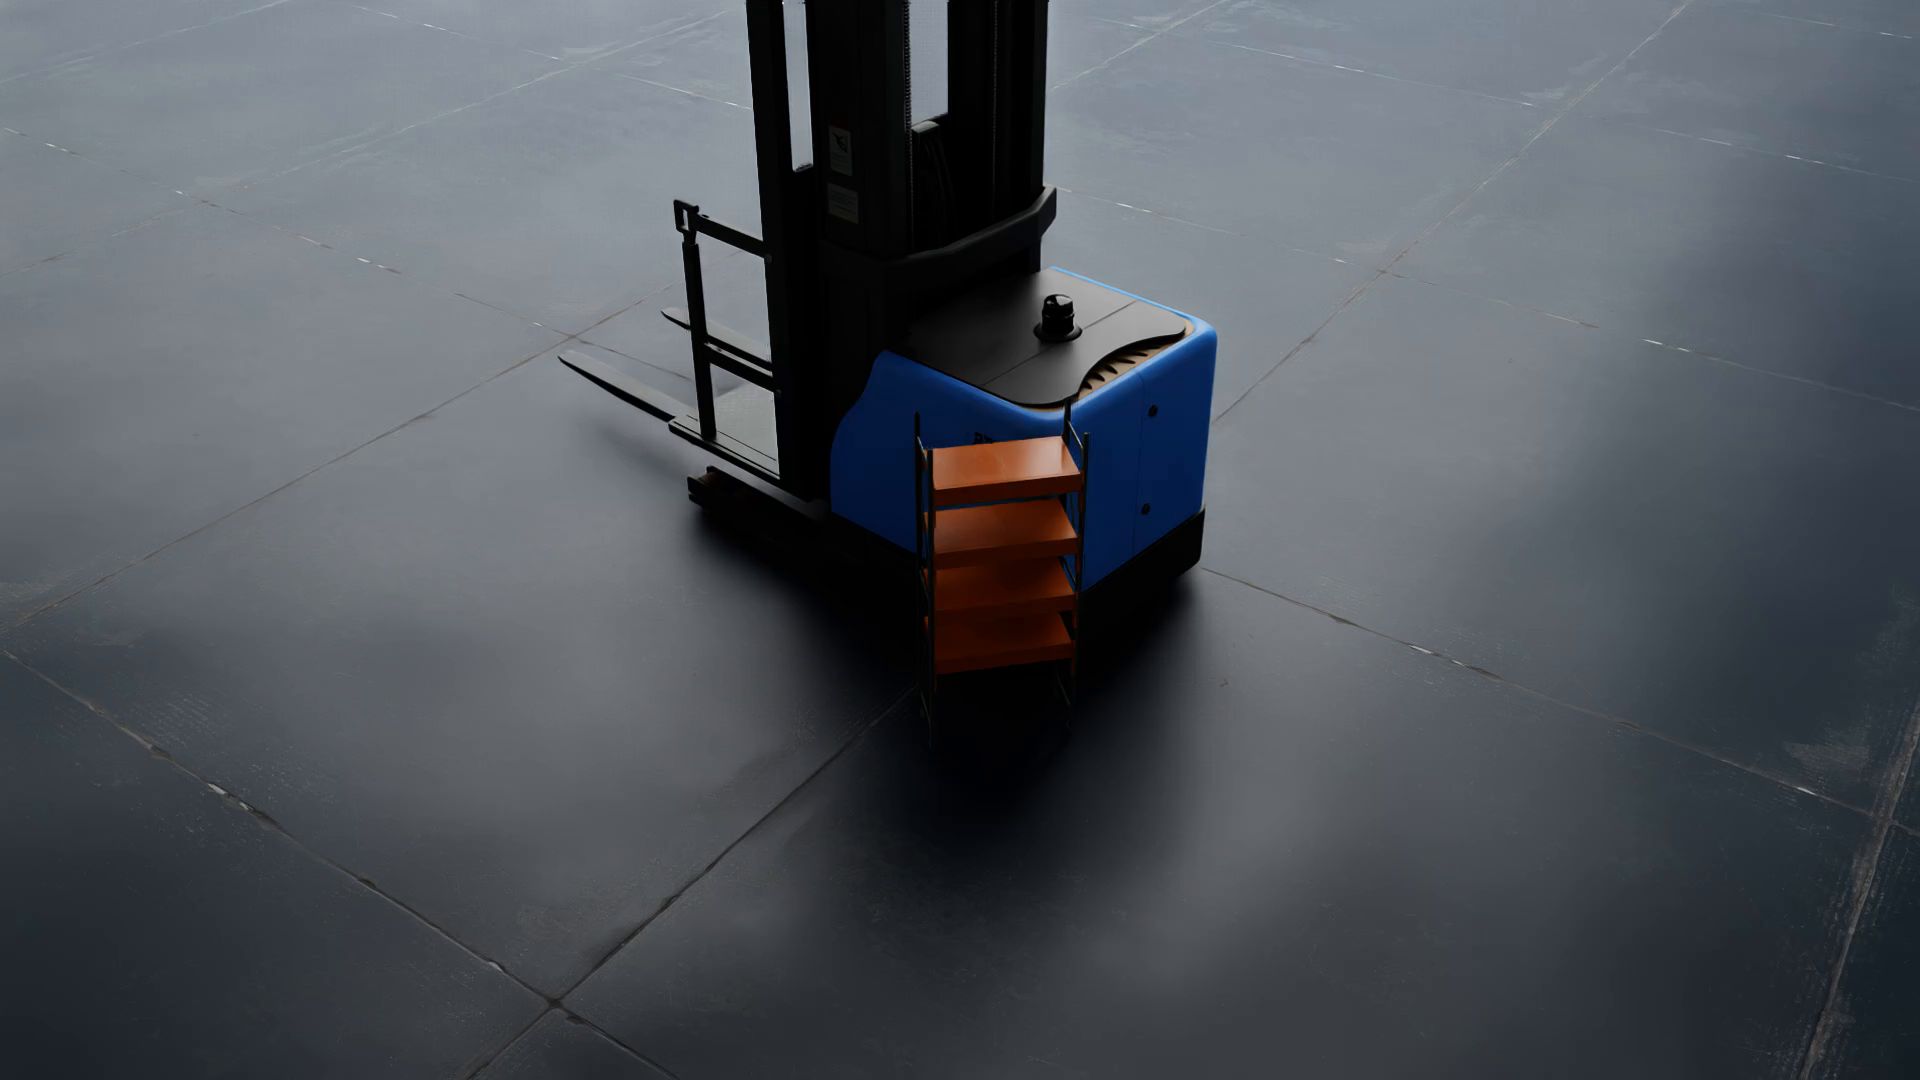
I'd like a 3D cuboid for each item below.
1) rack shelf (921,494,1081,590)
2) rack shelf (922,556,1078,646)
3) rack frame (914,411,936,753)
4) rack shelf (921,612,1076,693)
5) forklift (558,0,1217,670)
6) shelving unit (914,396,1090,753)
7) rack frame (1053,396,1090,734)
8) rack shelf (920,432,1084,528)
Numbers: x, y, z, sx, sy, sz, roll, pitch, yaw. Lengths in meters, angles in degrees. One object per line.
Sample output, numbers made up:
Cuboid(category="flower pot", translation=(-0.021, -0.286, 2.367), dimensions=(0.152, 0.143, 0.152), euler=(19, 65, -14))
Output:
Cuboid(category="rack shelf", translation=(0.126, 0.004, 5.392), dimensions=(0.480, 0.148, 0.258), euler=(-7, 35, -10))
Cuboid(category="rack shelf", translation=(0.125, 0.190, 5.517), dimensions=(0.480, 0.148, 0.258), euler=(-7, 35, -10))
Cuboid(category="rack frame", translation=(-0.113, 0.161, 5.438), dimensions=(0.015, 1.200, 0.240), euler=(-7, 35, -10))
Cuboid(category="rack shelf", translation=(0.125, 0.355, 5.628), dimensions=(0.480, 0.148, 0.258), euler=(-7, 35, -10))
Cuboid(category="forklift", translation=(-0.490, -1.450, 6.277), dimensions=(3.031, 2.935, 1.130), euler=(27, 42, 33))
Cuboid(category="shelving unit", translation=(0.125, 0.134, 5.479), dimensions=(0.503, 1.200, 0.258), euler=(-7, 35, -10))
Cuboid(category="rack frame", translation=(0.364, 0.107, 5.521), dimensions=(0.015, 1.200, 0.240), euler=(-7, 35, -10))
Cuboid(category="rack shelf", translation=(0.126, -0.192, 5.260), dimensions=(0.480, 0.148, 0.258), euler=(-7, 35, -10))
